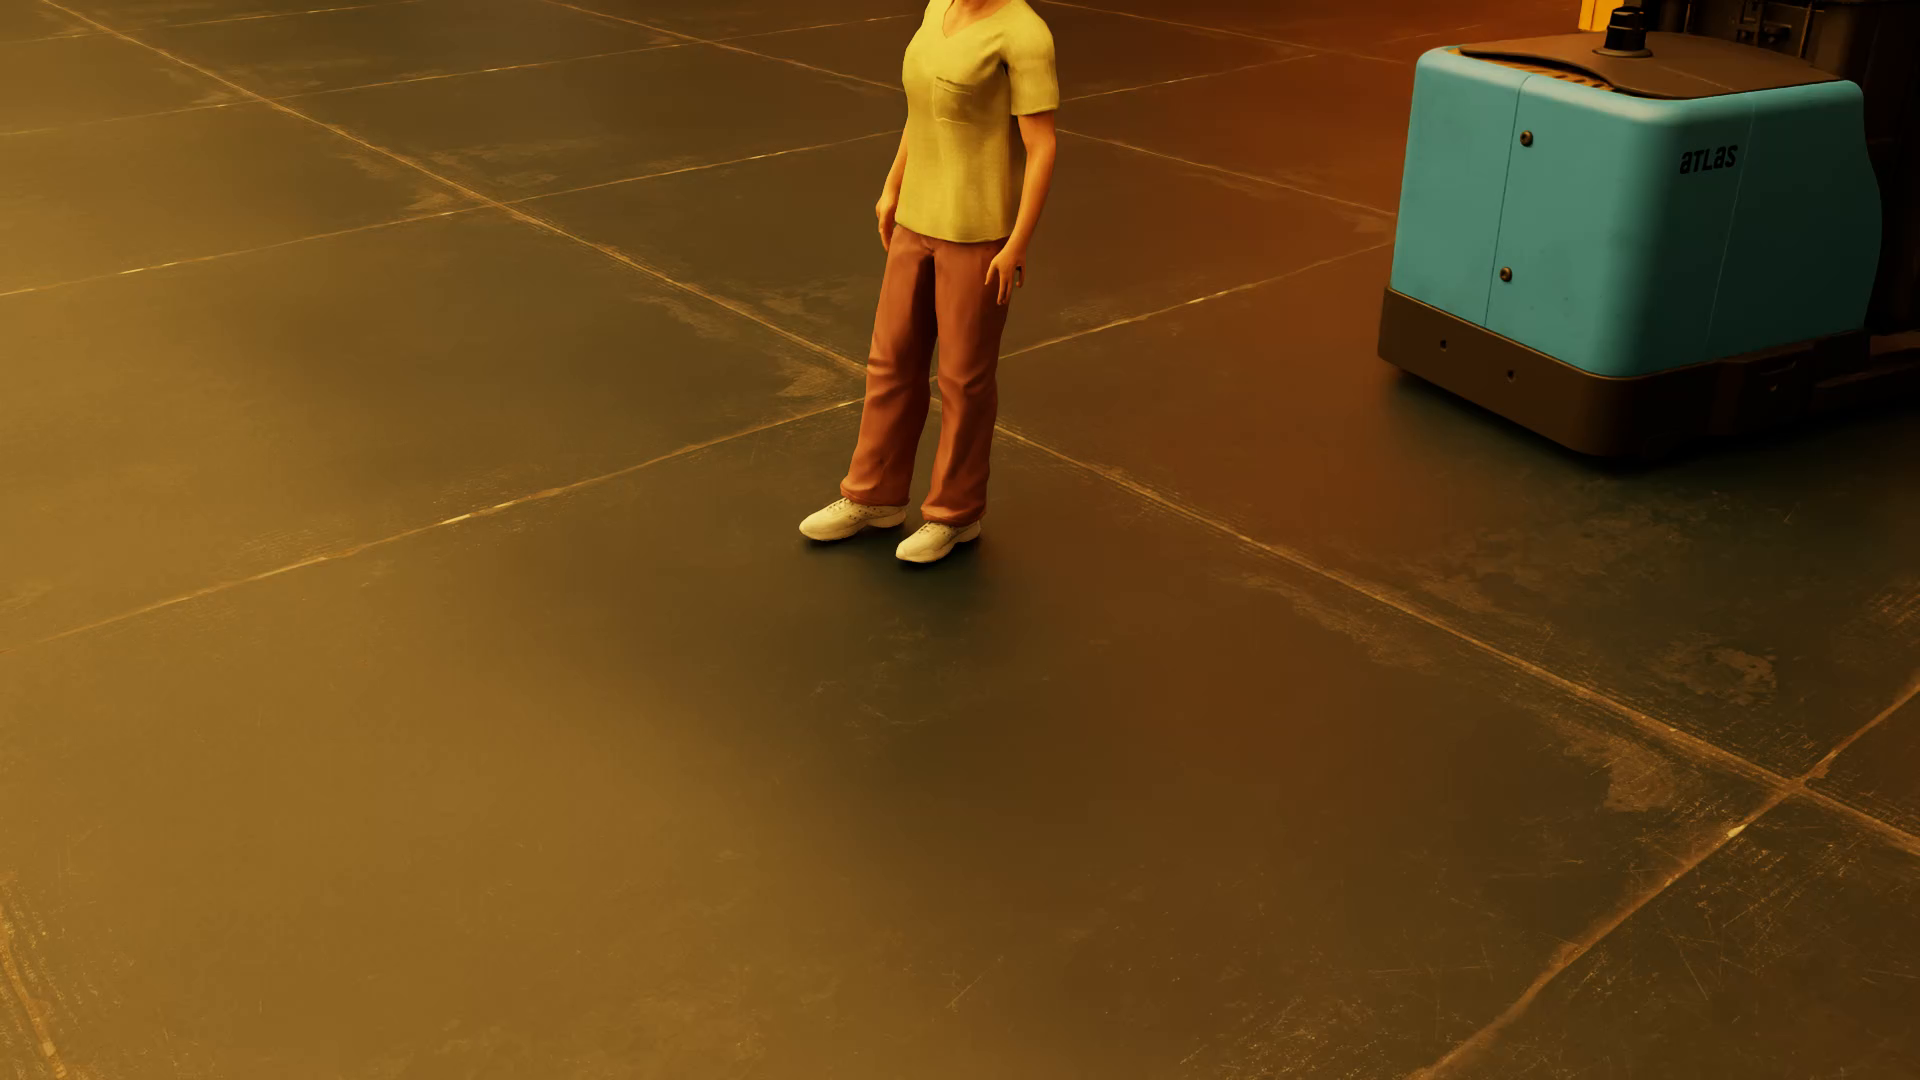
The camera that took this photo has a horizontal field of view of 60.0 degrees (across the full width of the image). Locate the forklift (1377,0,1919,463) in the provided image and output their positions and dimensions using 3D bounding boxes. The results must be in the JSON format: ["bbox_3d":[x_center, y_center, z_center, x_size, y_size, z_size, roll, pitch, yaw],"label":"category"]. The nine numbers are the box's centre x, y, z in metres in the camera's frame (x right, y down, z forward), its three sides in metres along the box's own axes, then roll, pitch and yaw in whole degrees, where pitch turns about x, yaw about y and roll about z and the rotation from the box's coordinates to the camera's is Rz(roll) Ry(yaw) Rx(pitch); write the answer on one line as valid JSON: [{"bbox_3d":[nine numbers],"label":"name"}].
[{"bbox_3d":[2.958,-1.981,5.196,3.031,2.935,1.130,-12,29,-23],"label":"forklift"}]

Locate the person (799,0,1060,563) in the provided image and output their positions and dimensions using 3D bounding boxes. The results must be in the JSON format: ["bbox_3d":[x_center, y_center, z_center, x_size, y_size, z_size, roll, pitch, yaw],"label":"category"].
[{"bbox_3d":[-0.063,-0.740,4.091,0.549,1.675,0.555,-20,33,-35],"label":"person"}]
